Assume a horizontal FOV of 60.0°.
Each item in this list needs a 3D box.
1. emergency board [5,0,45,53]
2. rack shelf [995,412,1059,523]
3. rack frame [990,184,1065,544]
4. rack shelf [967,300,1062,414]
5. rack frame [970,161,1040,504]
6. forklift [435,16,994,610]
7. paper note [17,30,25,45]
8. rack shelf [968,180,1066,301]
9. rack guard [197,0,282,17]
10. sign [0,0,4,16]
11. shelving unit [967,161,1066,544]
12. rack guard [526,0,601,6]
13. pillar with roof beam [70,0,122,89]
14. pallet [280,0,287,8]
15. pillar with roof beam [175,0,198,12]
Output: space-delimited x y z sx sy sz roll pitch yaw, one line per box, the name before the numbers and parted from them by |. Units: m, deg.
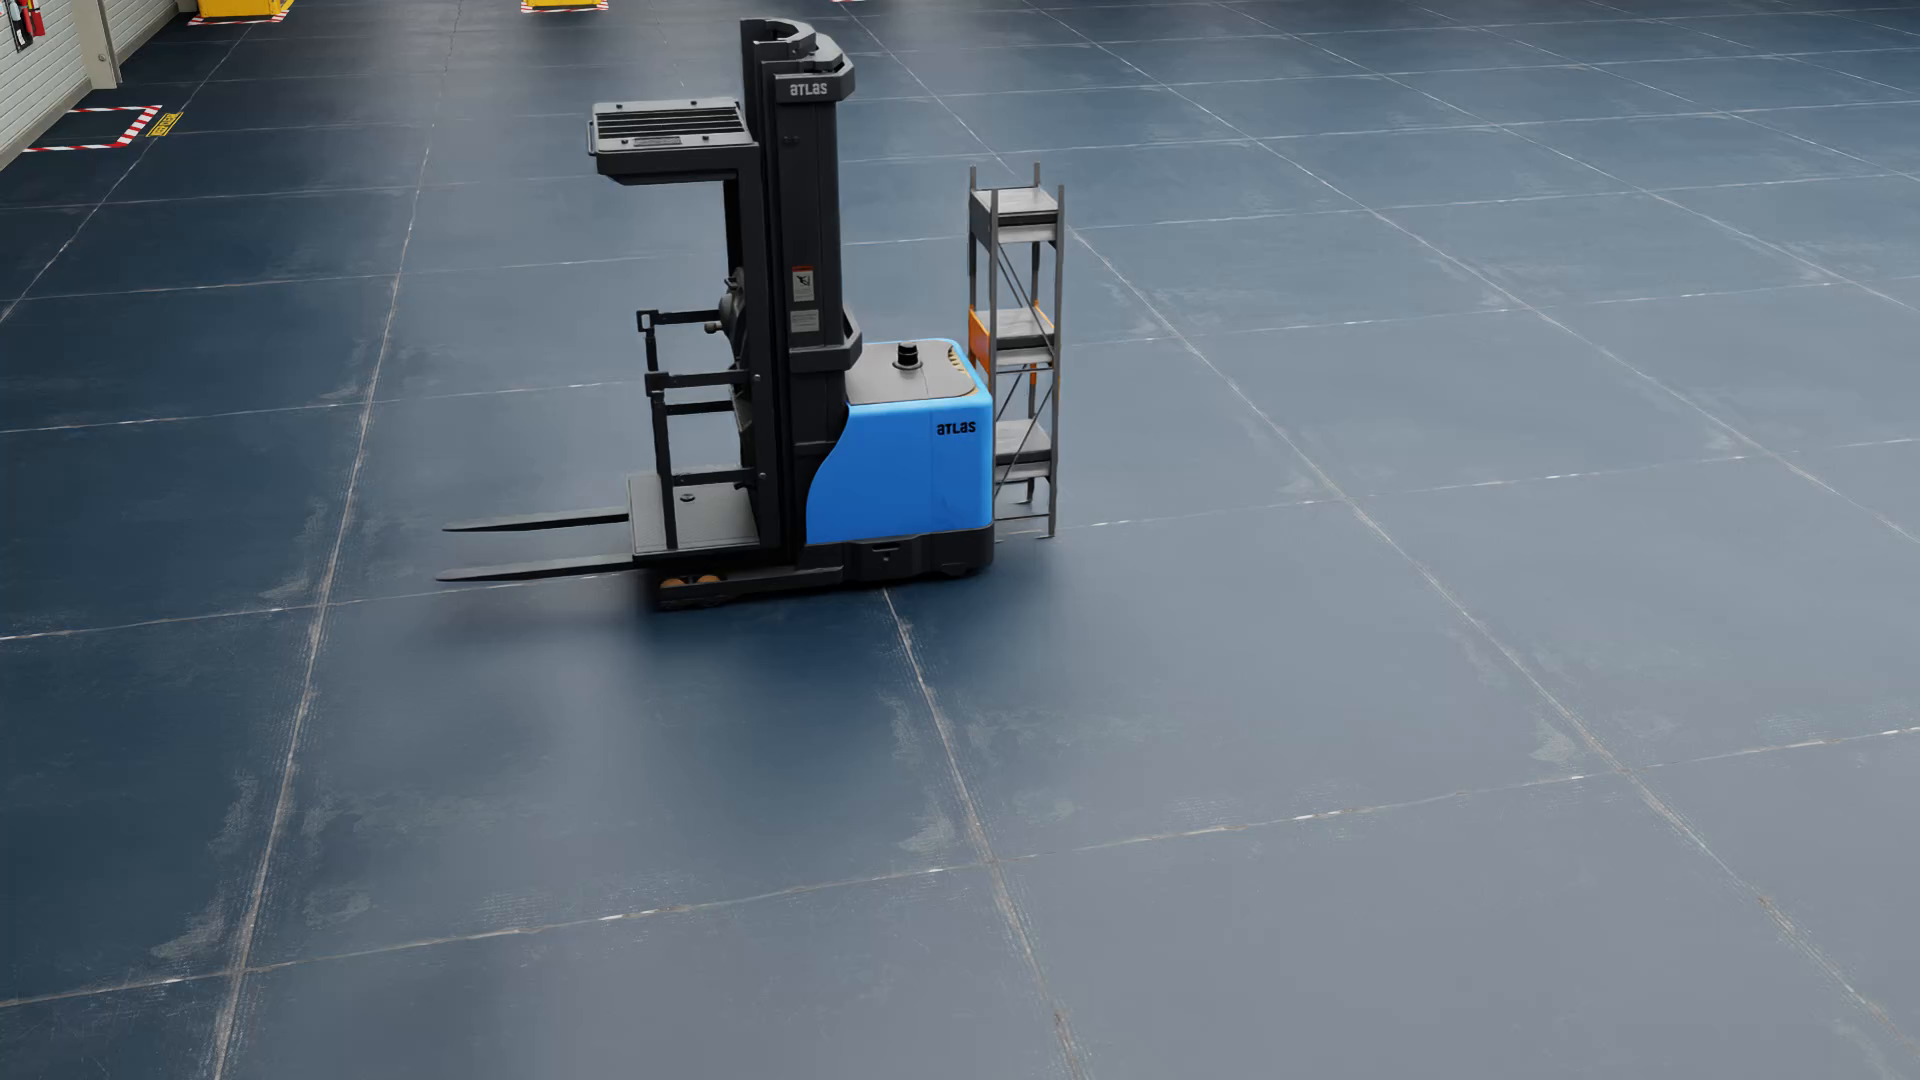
emergency board | -10.396 -6.059 18.425 0.194 1.169 0.643 -6 27 -12
rack shelf | 0.306 -0.406 9.809 0.431 0.518 0.480 -6 27 -12
rack frame | 0.361 -0.936 9.275 0.400 2.100 0.015 -6 27 -12
rack shelf | 0.306 -1.031 9.493 0.431 0.518 0.480 -6 27 -12
rack frame | 0.251 -1.151 9.699 0.400 2.100 0.015 -6 27 -12
forklift | -1.381 -1.190 8.854 3.031 2.935 1.130 -6 27 -11
paper note | -10.423 -5.581 18.455 0.016 0.148 0.142 -6 27 -12
rack shelf | 0.306 -1.656 9.178 0.431 0.518 0.480 -6 27 -12
rack guard | -11.284 -8.479 25.995 1.175 0.500 0.348 -6 27 -12
sign | -10.372 -5.821 17.915 0.001 0.329 0.234 -6 27 -12
shelving unit | 0.306 -1.043 9.487 0.431 2.100 0.503 -6 27 -12
rack guard | -6.436 -8.940 26.908 1.175 0.500 0.348 -6 27 -12
pillar with roof beam | -6.721 -10.263 20.096 9.100 9.000 0.400 -6 27 -12
pallet | -11.433 -8.711 26.774 1.003 0.211 1.213 -6 27 -12
pillar with roof beam | -8.073 -12.897 25.315 9.100 9.000 0.400 -6 27 -12
